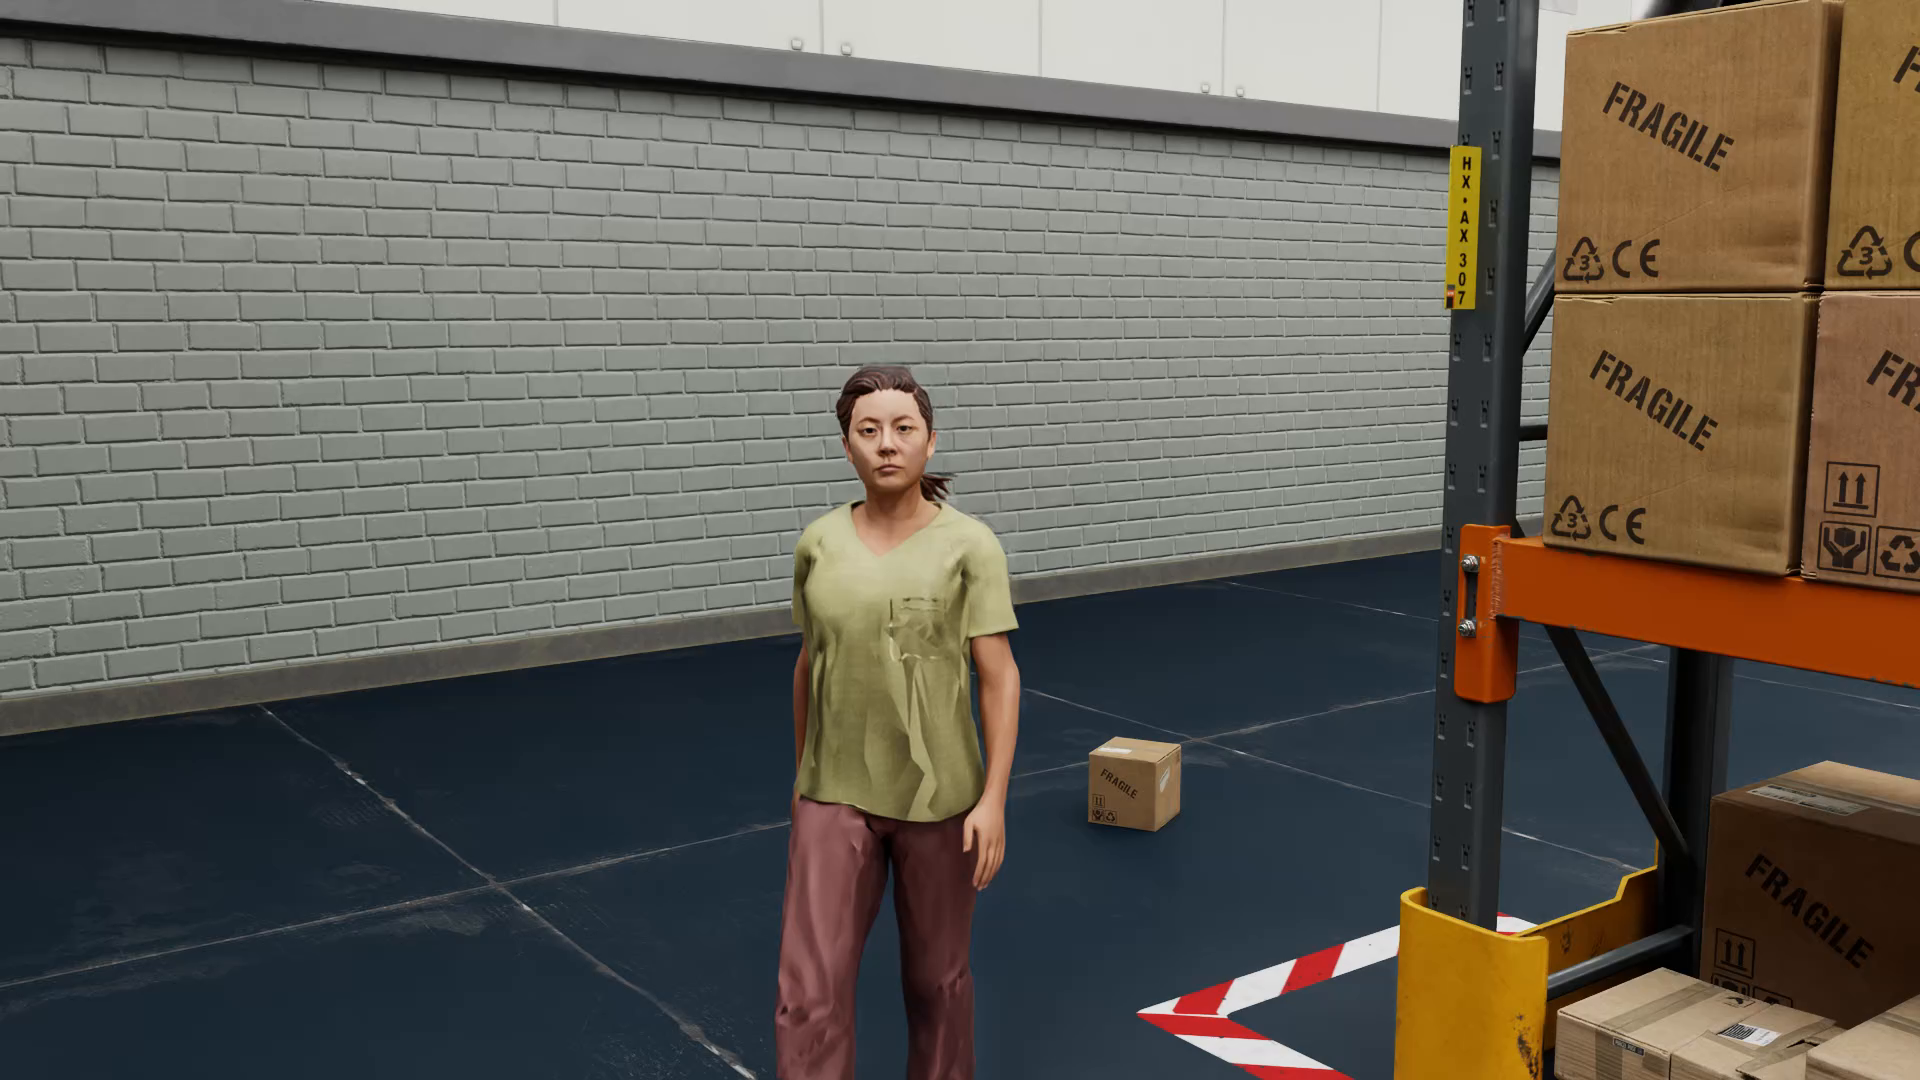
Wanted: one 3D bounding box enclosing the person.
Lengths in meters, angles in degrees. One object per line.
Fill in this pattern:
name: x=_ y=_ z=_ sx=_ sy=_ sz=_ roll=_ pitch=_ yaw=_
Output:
person: x=-0.138 y=0.515 z=3.059 sx=0.478 sy=1.656 sz=0.840 roll=1 pitch=8 yaw=9
